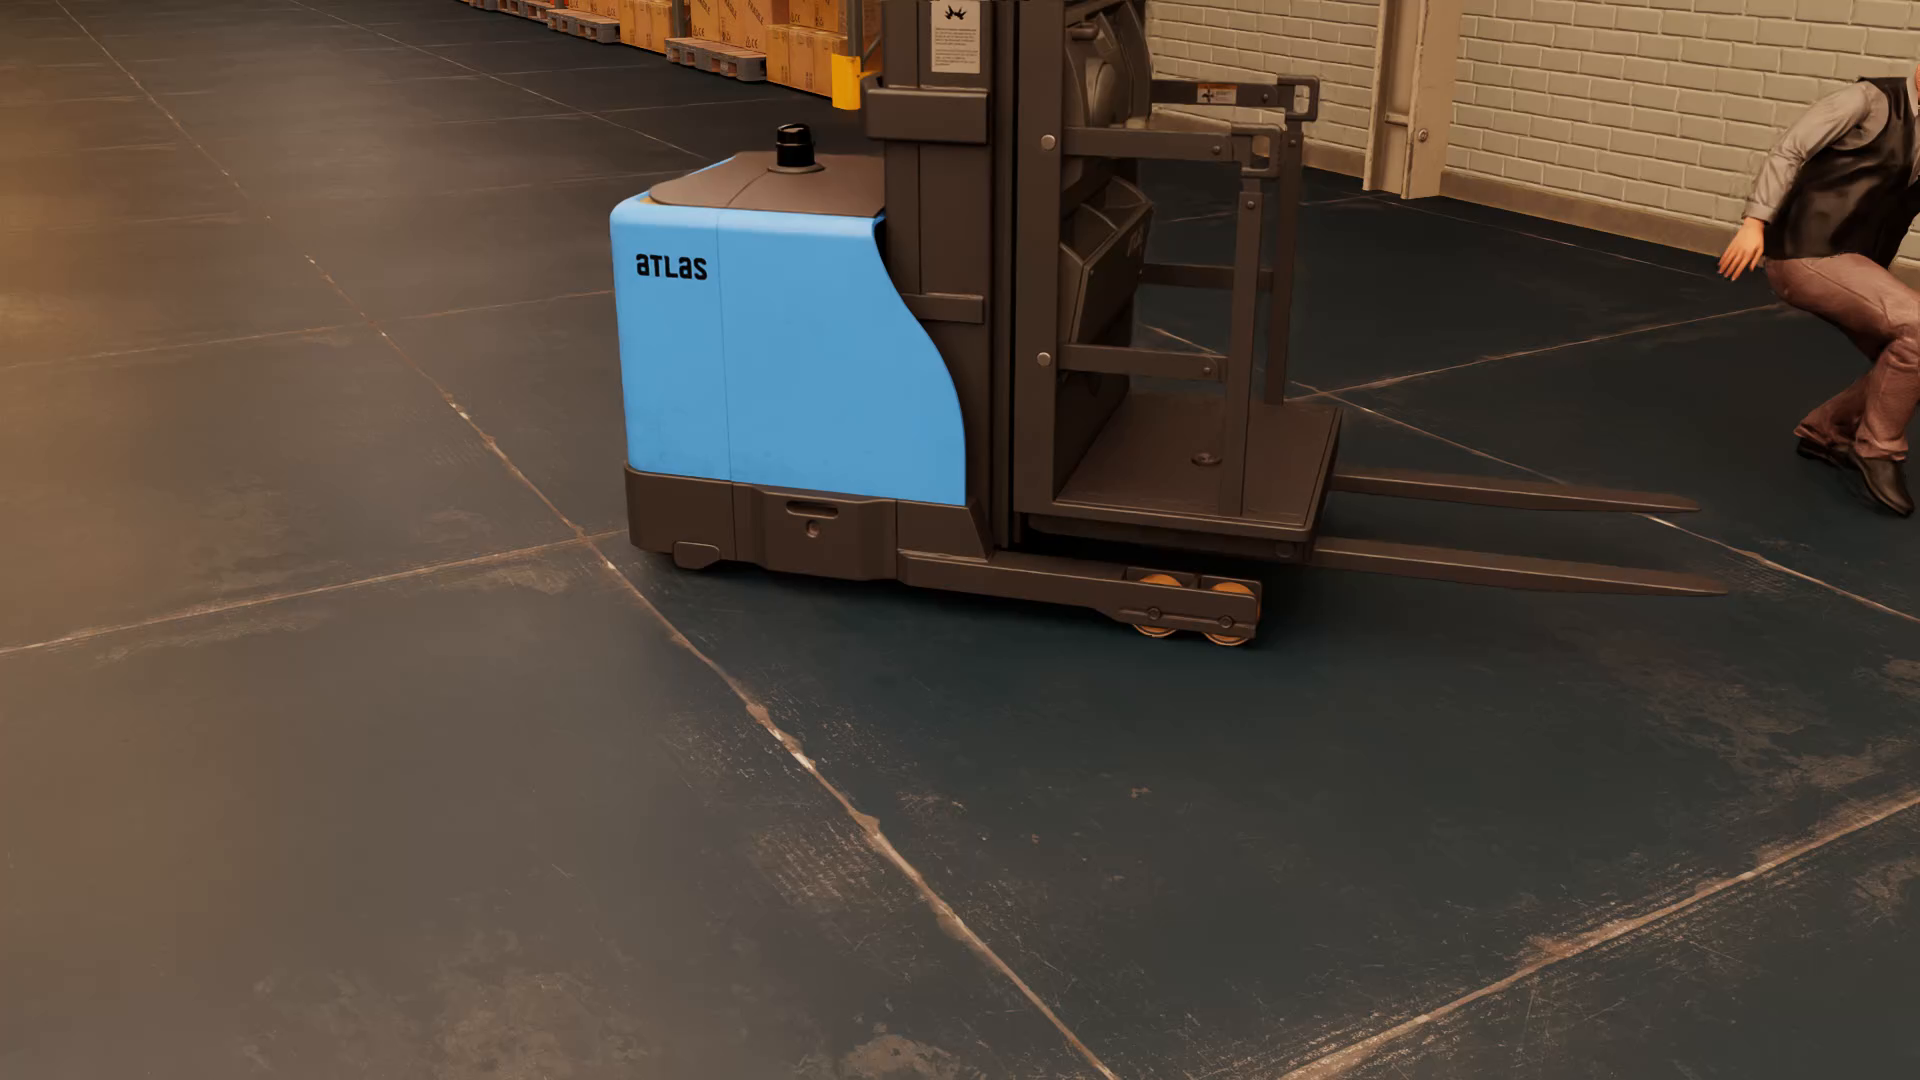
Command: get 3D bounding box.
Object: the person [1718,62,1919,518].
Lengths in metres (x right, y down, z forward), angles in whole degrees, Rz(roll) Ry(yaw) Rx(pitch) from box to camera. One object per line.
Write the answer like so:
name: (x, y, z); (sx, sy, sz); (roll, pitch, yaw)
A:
person: (2.955, -0.874, 5.318); (0.751, 1.512, 0.720); (-13, 26, -29)

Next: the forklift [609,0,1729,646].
forklift: (0.592, -1.298, 4.436); (3.031, 2.935, 1.130); (6, 23, 15)
